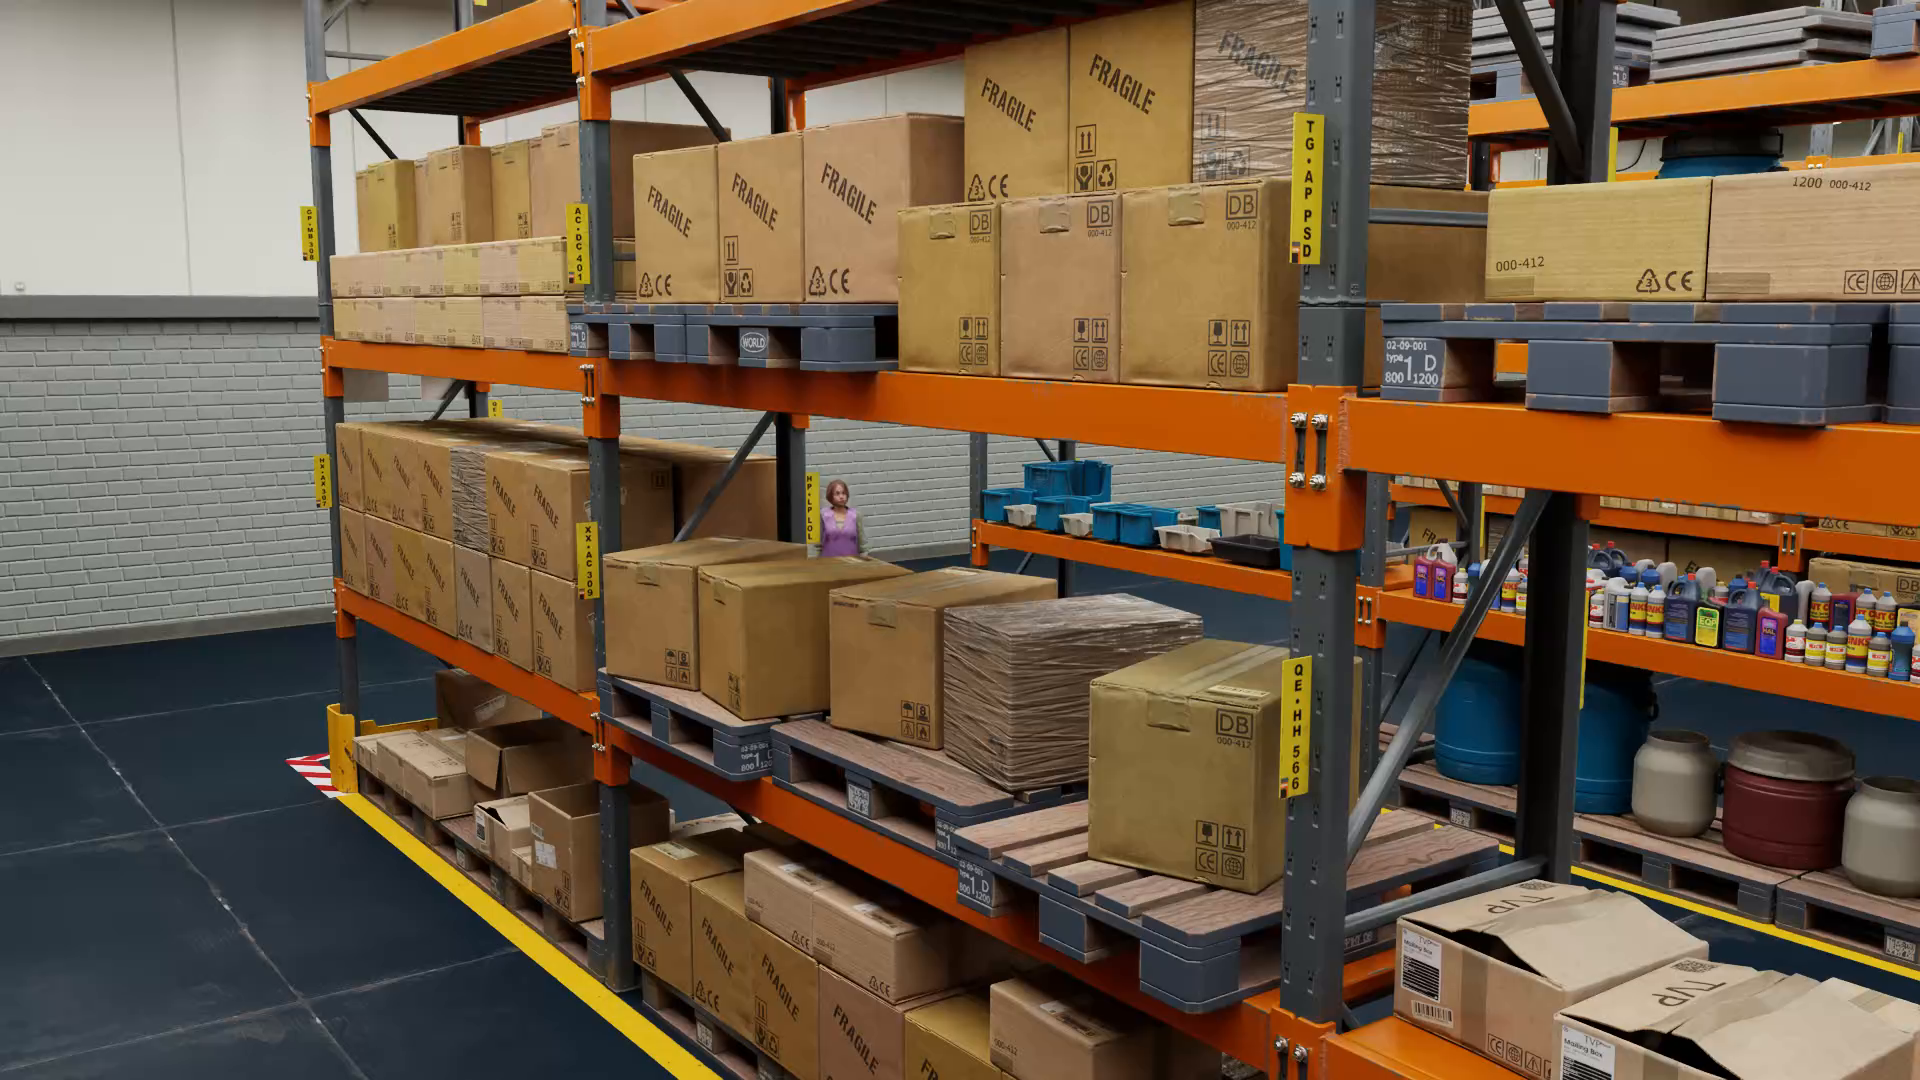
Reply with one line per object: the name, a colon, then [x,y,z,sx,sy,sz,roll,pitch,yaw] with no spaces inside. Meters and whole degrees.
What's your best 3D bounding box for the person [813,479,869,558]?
person: [-0.971,0.320,13.638,0.452,1.647,0.552,-2,8,-13]
